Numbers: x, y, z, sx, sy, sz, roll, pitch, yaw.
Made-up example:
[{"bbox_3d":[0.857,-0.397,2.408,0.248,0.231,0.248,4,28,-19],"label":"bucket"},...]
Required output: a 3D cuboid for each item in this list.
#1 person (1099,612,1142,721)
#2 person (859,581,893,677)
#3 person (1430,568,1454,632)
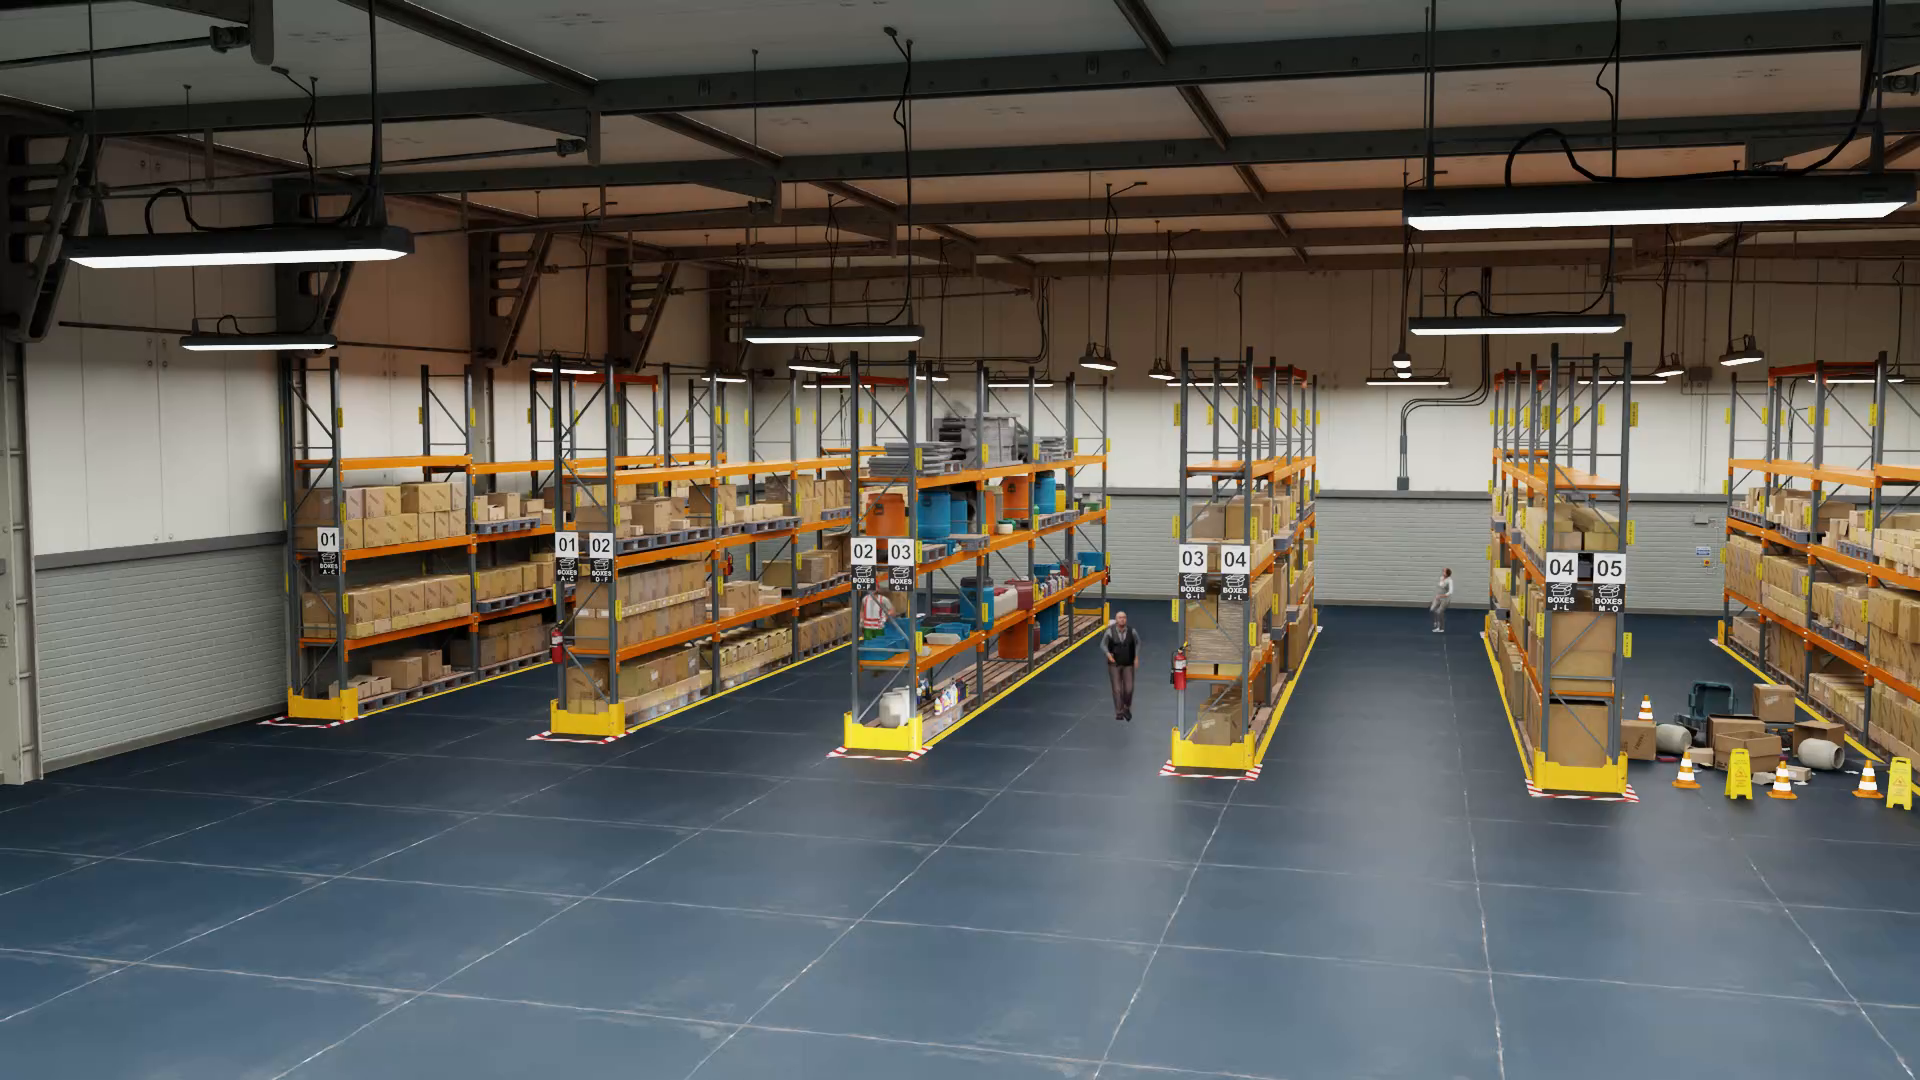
[{"bbox_3d":[2.506,1.981,25.842,0.673,1.730,0.545,0,4,1],"label":"person"},{"bbox_3d":[-1.556,1.612,30.306,0.643,1.755,0.553,1,4,11],"label":"person"},{"bbox_3d":[11.187,1.404,38.601,0.515,1.527,0.553,-3,5,-32],"label":"person"}]
